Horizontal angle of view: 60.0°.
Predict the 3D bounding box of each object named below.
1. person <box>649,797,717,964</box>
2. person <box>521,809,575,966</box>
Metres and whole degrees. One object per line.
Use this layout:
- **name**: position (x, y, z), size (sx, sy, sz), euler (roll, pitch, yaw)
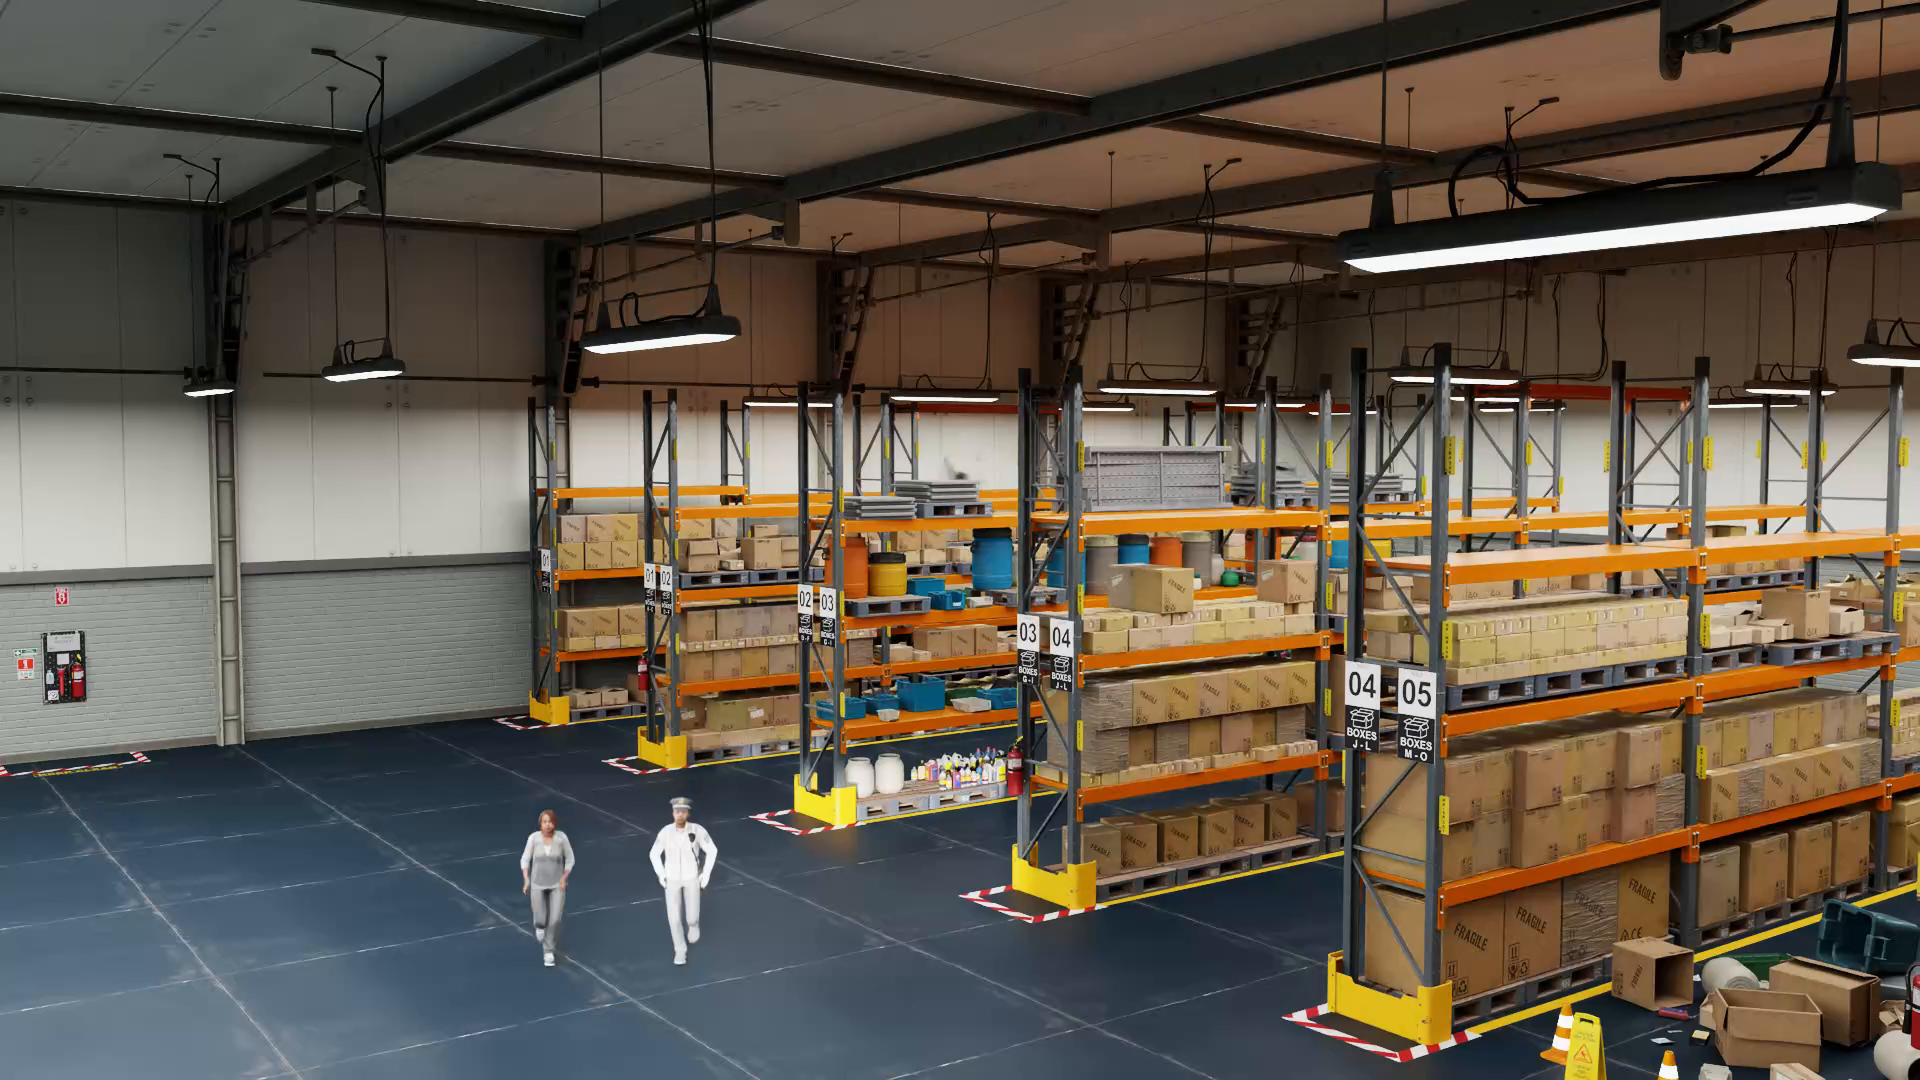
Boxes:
- **person**: position (-2.757, 3.356, 16.576), size (0.667, 1.639, 0.585), euler (0, 3, -4)
- **person**: position (-4.081, 3.437, 16.480), size (0.521, 1.526, 0.534), euler (-1, 3, -15)
